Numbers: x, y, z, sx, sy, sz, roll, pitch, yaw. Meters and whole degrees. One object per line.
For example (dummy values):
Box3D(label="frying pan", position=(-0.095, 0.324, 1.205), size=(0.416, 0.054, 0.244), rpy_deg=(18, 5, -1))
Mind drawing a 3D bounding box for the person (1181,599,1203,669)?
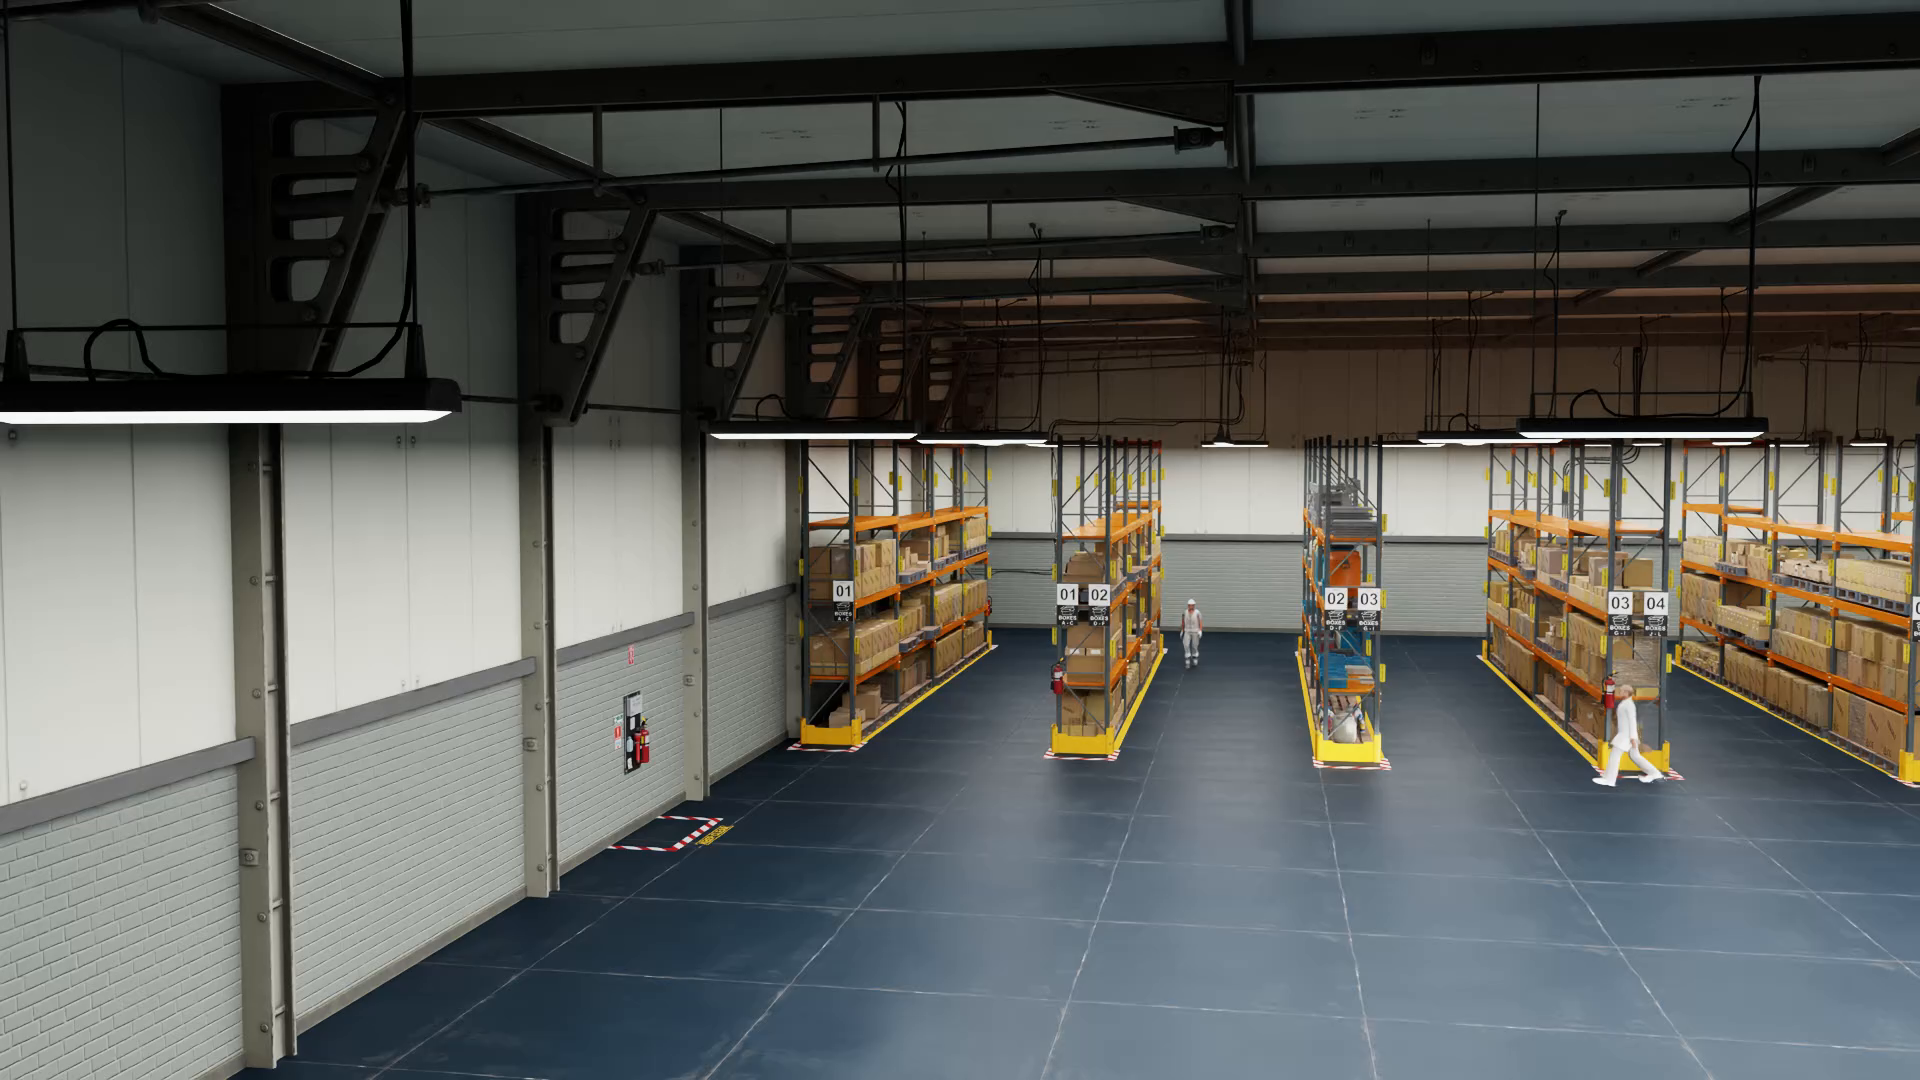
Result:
Box3D(label="person", position=(6.097, 2.474, 43.836), size=(0.623, 1.823, 0.596), rpy_deg=(1, 3, 23))

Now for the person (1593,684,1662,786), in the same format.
Box3D(label="person", position=(11.357, 3.319, 28.245), size=(1.144, 1.731, 0.582), rpy_deg=(1, 3, 12))
